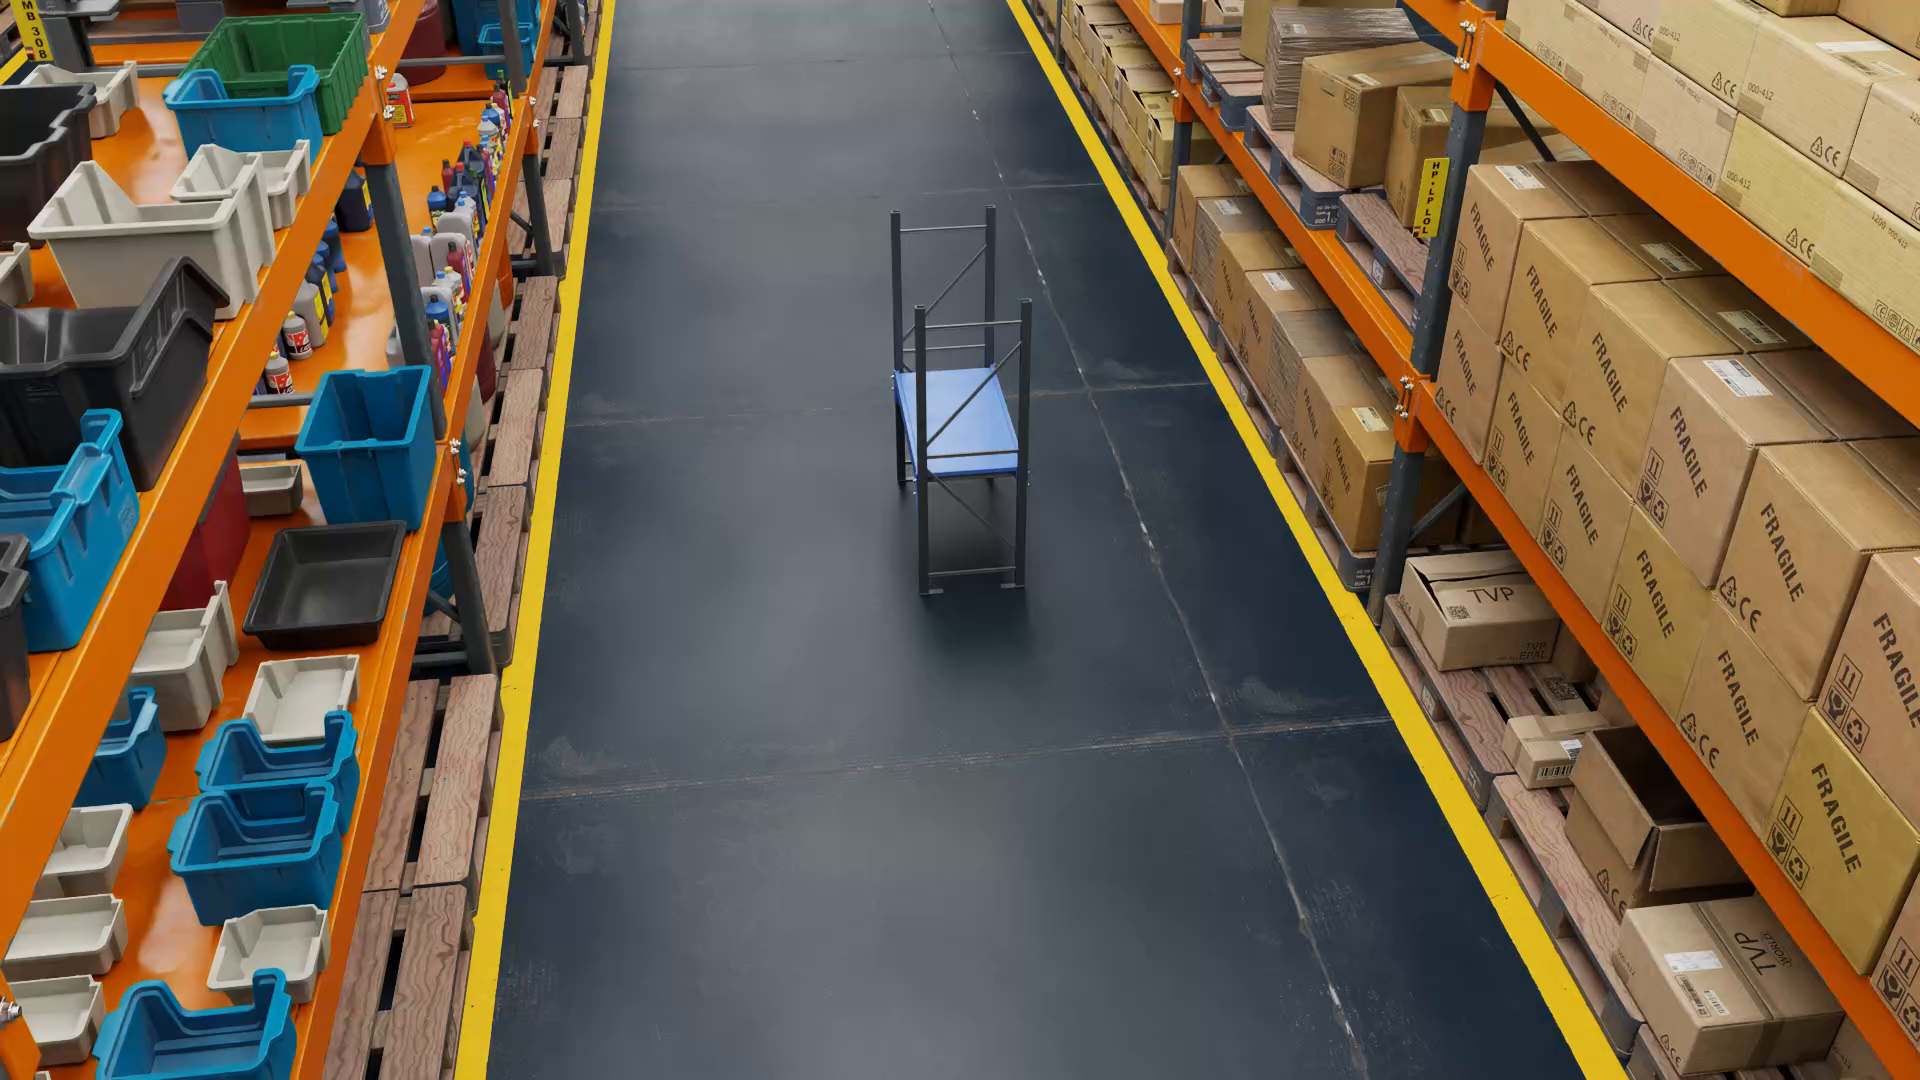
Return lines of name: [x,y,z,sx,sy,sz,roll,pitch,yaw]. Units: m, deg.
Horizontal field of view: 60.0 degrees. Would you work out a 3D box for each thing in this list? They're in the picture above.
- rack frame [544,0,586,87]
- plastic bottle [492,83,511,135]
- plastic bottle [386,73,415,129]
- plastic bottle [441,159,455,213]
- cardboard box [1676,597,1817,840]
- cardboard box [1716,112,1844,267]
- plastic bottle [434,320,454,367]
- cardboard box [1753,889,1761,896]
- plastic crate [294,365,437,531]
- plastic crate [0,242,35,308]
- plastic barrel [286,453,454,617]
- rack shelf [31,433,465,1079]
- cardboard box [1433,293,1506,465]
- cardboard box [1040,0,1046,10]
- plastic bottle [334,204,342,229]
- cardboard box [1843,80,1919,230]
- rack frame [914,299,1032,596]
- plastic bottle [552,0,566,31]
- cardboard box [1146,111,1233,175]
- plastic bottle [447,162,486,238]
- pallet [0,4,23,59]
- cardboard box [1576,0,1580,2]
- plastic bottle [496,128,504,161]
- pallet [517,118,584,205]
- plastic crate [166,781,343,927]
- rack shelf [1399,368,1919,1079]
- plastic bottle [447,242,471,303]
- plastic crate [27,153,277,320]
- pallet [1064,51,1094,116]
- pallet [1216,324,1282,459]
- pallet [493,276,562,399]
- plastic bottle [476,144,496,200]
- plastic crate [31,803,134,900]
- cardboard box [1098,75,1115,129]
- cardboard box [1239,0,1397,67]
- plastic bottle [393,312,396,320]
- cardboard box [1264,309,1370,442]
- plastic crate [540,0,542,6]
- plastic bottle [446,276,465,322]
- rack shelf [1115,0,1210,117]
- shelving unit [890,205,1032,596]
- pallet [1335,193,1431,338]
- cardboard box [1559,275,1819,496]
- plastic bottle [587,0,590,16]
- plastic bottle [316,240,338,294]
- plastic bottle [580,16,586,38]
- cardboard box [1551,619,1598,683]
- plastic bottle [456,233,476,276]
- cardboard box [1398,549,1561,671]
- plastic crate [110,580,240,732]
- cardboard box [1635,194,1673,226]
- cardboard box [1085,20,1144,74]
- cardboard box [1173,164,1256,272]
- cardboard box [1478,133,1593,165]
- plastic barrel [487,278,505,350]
rack frame: [-3.587,-4.997,12.920,1.000,3.000,0.127,-4,35,-6]
plastic bottle: [-2.541,-2.395,9.204,0.061,0.283,0.133,-4,35,-6]
plastic bottle: [-3.161,-2.460,9.306,0.152,0.276,0.135,-4,35,-6]
plastic bottle: [-2.537,-1.772,8.290,0.061,0.283,0.133,-4,35,-6]
cardboard box: [2.470,0.487,4.783,0.500,0.500,0.500,-4,34,-6]
cardboard box: [2.417,-0.957,4.460,0.500,0.250,0.500,-4,35,-6]
plastic bottle: [-2.190,-0.826,6.974,0.097,0.201,0.097,0,34,0]
cardboard box: [3.009,1.397,5.587,0.500,0.250,0.500,-4,35,-6]
plastic crate: [-2.111,-0.317,6.012,0.392,0.384,0.575,-4,35,-6]
plastic crate: [-2.497,-0.566,3.987,0.437,0.136,0.530,-4,35,-6]
plastic barrel: [-2.568,-0.145,7.289,0.600,0.901,0.708,-4,35,-6]
rack shelf: [-2.243,0.880,4.934,1.077,0.370,4.000,-4,35,-6]
cardboard box: [2.196,-0.643,6.441,0.500,0.500,0.500,-4,34,-5]
cardboard box: [0.985,-4.930,14.889,0.500,0.250,0.500,-4,35,-6]
plastic bottle: [-3.125,-1.674,8.153,0.152,0.276,0.135,-4,35,-6]
cardboard box: [2.482,-0.884,3.909,0.500,0.250,0.500,-4,35,-6]
rack frame: [0.057,-0.384,7.481,0.500,1.500,0.032,-4,35,-6]
plastic bottle: [-3.428,-4.556,14.233,0.144,0.351,0.185,-4,35,-6]
cardboard box: [1.545,-2.681,11.091,0.500,0.311,0.500,-3,34,-5]
plastic bottle: [-2.396,-1.644,8.043,0.144,0.351,0.185,-4,35,-6]
pallet: [-8.788,-4.524,14.702,1.003,0.211,1.213,-4,35,-6]
cardboard box: [2.216,-2.000,5.547,0.500,0.250,0.500,-4,35,-6]
plastic bottle: [-2.505,-2.132,8.892,0.097,0.201,0.097,0,34,0]
pallet: [-3.276,-2.728,12.065,1.003,0.211,1.213,-4,35,-6]
plastic crate: [-1.858,0.846,4.441,0.416,0.233,0.300,-4,35,-6]
rack shelf: [2.666,0.507,5.481,1.077,0.370,4.000,-4,35,-6]
plastic bottle: [-2.258,-1.218,7.477,0.061,0.283,0.133,-4,35,-6]
plastic crate: [-1.966,-0.752,4.131,0.437,0.282,0.530,-4,35,-6]
pallet: [1.459,-3.810,13.653,1.003,0.211,1.213,-4,35,-6]
pallet: [2.083,-0.887,9.365,1.003,0.211,1.213,-4,35,-6]
pallet: [-2.902,-1.176,9.789,1.003,0.211,1.213,-4,35,-6]
plastic bottle: [-2.419,-1.886,8.457,0.061,0.283,0.133,-4,35,-6]
plastic crate: [-2.407,0.862,4.503,0.298,0.136,0.250,-4,35,-6]
cardboard box: [1.337,-3.306,12.506,0.500,0.250,0.500,-4,34,-5]
cardboard box: [2.056,-3.010,9.542,0.700,0.500,0.500,-16,37,-22]
plastic bottle: [-2.367,-0.923,7.117,0.097,0.201,0.097,0,34,0]
cardboard box: [1.922,-0.865,8.685,0.500,0.500,0.500,-4,34,-6]
plastic crate: [-2.964,-3.717,10.983,0.402,0.464,0.583,-4,35,-6]
plastic bottle: [-2.247,-1.064,7.324,0.097,0.201,0.097,0,34,0]
rack shelf: [1.590,-3.957,12.032,1.077,0.370,4.000,-4,35,-6]
shelving unit: [-0.011,-0.667,7.897,0.538,1.500,1.048,-4,35,-6]
pallet: [2.398,-1.281,7.637,1.003,0.211,1.213,-4,35,-6]
cardboard box: [2.320,-0.502,5.346,0.500,0.500,0.500,-5,35,-8]
plastic bottle: [-3.291,-4.739,14.562,0.061,0.283,0.133,-3,34,-4]
plastic bottle: [-2.899,-1.256,7.543,0.097,0.271,0.097,0,34,0]
plastic bottle: [-3.223,-4.347,14.060,0.097,0.201,0.097,0,34,0]
cardboard box: [2.755,0.241,7.061,0.500,0.500,0.500,-4,35,-6]
plastic bottle: [-2.309,-1.322,7.702,0.097,0.201,0.097,0,34,0]
cardboard box: [2.239,0.274,7.182,0.500,0.311,0.500,-4,35,-6]
plastic crate: [-2.489,0.357,5.115,0.437,0.282,0.530,-4,35,-6]
cardboard box: [2.722,-1.098,6.221,0.500,0.500,0.500,-4,34,-6]
cardboard box: [1.263,-3.822,12.765,0.500,0.311,0.500,-5,35,-8]
cardboard box: [1.637,-2.012,10.367,0.500,0.500,0.500,-3,34,-4]
cardboard box: [2.555,-1.402,7.183,0.700,0.500,0.500,-16,37,-22]
plastic barrel: [-2.802,-1.331,9.375,0.421,0.512,0.421,0,34,0]
